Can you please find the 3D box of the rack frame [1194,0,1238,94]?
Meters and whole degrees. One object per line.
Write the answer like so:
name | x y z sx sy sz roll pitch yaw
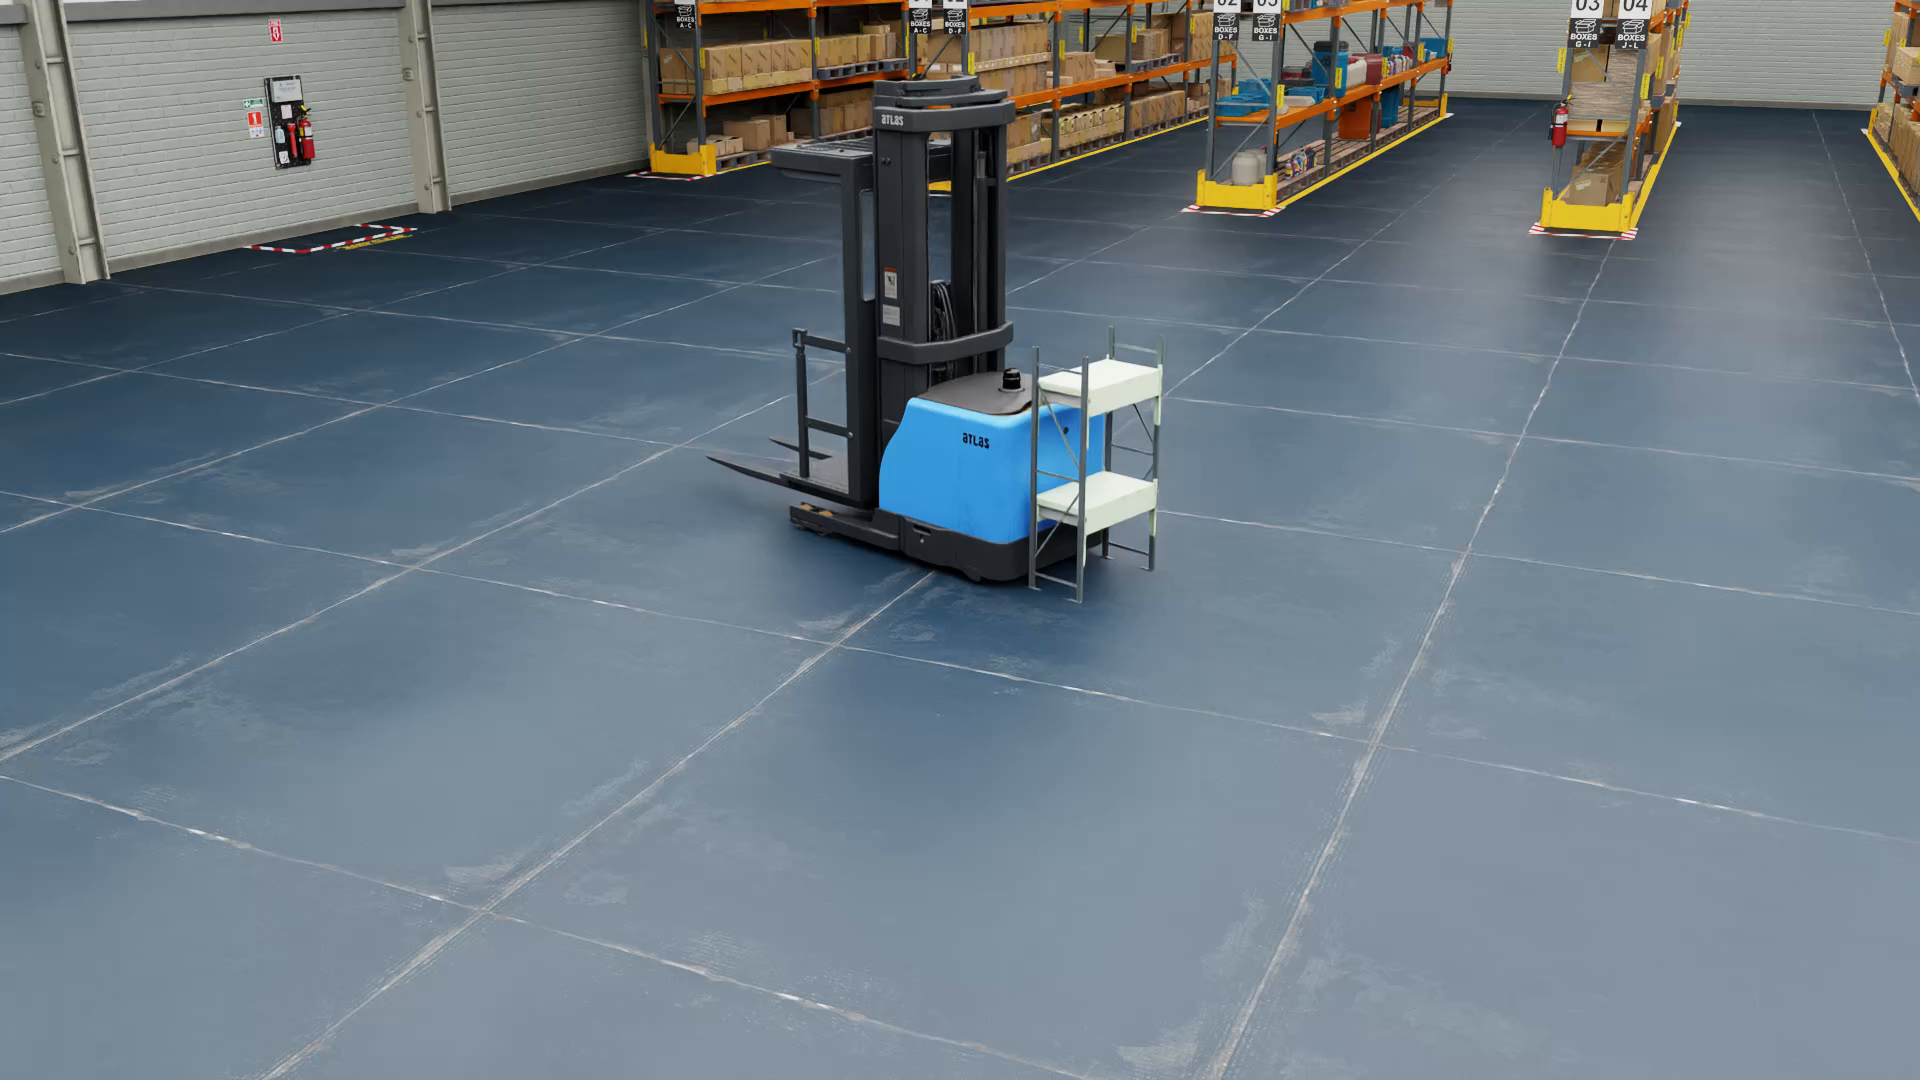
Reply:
rack frame | 6.223 -12.016 40.281 1.000 3.000 0.127 9 21 23

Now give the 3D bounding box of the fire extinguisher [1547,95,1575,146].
fire extinguisher | 8.240 -5.757 22.795 0.296 0.674 0.183 9 21 23

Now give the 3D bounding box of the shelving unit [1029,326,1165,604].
shelving unit | 0.820 -0.462 10.029 0.431 1.500 0.755 17 26 39

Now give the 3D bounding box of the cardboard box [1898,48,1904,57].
cardboard box | 17.308 -8.860 30.266 0.380 0.149 0.250 9 21 23

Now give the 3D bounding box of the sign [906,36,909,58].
sign | -0.818 -7.861 26.515 0.100 0.325 0.005 9 21 23

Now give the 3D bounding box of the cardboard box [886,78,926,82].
cardboard box | -1.152 -9.641 36.183 0.750 0.750 0.750 8 21 22

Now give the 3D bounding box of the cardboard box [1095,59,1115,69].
cardboard box | 2.759 -9.424 33.123 0.500 0.311 0.500 10 22 26

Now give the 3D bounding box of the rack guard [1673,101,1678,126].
rack guard | 15.269 -9.486 36.895 1.175 0.500 0.348 9 21 23

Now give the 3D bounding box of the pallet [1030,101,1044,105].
pallet | 1.447 -11.126 41.938 1.003 0.211 1.213 9 21 23

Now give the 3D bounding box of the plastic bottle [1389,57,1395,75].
plastic bottle | 8.574 -9.427 33.073 0.144 0.351 0.185 9 21 23

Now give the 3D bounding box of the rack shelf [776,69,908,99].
rack shelf | -2.392 -9.299 33.713 1.077 0.370 4.000 9 21 23

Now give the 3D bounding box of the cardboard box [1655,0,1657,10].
cardboard box | 9.346 -7.378 22.985 0.500 0.250 0.500 8 21 21

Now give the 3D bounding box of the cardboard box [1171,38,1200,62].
cardboard box | 5.043 -10.959 37.159 0.500 0.500 0.500 9 22 24

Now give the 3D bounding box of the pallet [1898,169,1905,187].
pallet | 16.076 -5.954 27.397 1.003 0.211 1.213 9 21 23

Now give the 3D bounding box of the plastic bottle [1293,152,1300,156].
plastic bottle | 5.602 -6.309 27.640 0.152 0.276 0.135 9 21 23

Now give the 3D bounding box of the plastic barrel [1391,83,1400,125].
plastic barrel | 8.865 -9.158 34.748 0.600 0.901 0.708 9 21 23

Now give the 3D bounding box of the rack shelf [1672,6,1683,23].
rack shelf | 12.803 -9.896 30.916 1.077 0.370 4.000 9 21 23

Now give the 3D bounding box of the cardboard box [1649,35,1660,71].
cardboard box | 10.209 -7.318 24.983 0.500 0.500 0.500 9 21 23

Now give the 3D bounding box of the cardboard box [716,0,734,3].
cardboard box | -4.232 -9.501 28.552 0.500 0.500 0.500 10 22 26

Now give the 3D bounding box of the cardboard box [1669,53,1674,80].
cardboard box | 13.263 -8.989 31.618 0.500 0.500 0.500 8 21 22

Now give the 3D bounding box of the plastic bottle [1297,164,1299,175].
plastic bottle | 5.438 -6.010 26.912 0.097 0.201 0.097 0 20 0

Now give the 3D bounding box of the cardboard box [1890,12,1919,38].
cardboard box | 19.317 -10.502 33.937 0.500 0.500 0.500 8 21 22

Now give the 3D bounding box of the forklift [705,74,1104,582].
forklift | -0.504 -1.522 10.875 3.031 2.935 1.130 17 26 40

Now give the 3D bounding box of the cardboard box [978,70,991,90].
cardboard box | 0.085 -7.474 27.360 0.700 0.500 0.500 9 22 24

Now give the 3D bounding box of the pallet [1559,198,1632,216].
pallet | 9.104 -4.718 23.919 1.003 0.211 1.213 9 21 23

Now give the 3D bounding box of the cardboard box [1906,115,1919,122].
cardboard box | 16.508 -7.117 28.490 0.500 0.250 0.500 8 21 21

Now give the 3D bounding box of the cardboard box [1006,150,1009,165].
cardboard box | 0.501 -6.467 28.154 0.500 0.250 0.500 9 21 23

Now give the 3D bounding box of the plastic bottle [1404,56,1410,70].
plastic bottle | 9.237 -9.889 34.485 0.152 0.276 0.135 9 21 23

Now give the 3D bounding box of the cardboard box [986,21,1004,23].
cardboard box | 0.895 -12.223 40.415 0.980 0.700 0.700 7 21 20

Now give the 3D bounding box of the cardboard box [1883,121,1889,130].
cardboard box | 18.137 -8.025 32.242 0.380 0.149 0.250 8 21 21

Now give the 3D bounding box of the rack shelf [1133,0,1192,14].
rack shelf | 3.767 -11.257 34.741 1.077 0.370 4.000 9 21 23

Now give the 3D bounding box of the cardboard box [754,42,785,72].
cardboard box | -3.538 -8.826 30.384 0.500 0.500 0.500 8 21 21

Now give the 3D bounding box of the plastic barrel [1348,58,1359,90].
plastic barrel | 6.897 -8.350 29.769 0.433 0.535 0.433 0 20 0

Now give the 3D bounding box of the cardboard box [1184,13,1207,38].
cardboard box | 5.246 -11.575 37.398 0.500 0.500 0.500 8 21 21

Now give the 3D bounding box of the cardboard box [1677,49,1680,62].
cardboard box | 14.677 -10.070 34.589 0.500 0.250 0.500 9 21 23

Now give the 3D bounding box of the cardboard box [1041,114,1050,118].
cardboard box | 1.421 -7.838 31.170 0.500 0.311 0.500 9 22 24

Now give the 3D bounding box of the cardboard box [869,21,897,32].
cardboard box | -1.624 -10.974 35.606 0.500 0.250 0.500 9 22 24

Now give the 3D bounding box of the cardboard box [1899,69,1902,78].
cardboard box | 16.889 -8.267 29.487 0.380 0.149 0.250 8 21 20

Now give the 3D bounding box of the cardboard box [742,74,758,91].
cardboard box | -3.946 -8.164 29.642 0.500 0.250 0.500 8 21 22

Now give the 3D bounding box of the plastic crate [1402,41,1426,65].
plastic crate | 9.697 -10.410 35.578 0.402 0.464 0.583 9 21 23

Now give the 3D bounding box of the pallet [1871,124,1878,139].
pallet | 19.347 -8.364 34.172 1.003 0.211 1.213 9 21 23

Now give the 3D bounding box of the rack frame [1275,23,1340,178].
rack frame | 5.827 -7.667 28.051 1.000 3.000 0.127 9 21 23

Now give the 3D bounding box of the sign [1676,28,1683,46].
sign | 14.121 -9.870 32.635 0.100 0.325 0.005 9 21 23

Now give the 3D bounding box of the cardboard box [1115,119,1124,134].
cardboard box | 2.955 -8.279 33.248 0.500 0.250 0.500 9 22 24

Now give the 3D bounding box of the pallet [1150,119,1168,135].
pallet | 3.789 -8.852 35.543 1.003 0.211 1.213 9 21 23

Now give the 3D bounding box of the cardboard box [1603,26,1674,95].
cardboard box | 10.799 -7.692 26.598 1.000 1.000 1.000 9 21 23

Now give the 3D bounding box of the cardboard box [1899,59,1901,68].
cardboard box | 17.100 -8.563 29.875 0.380 0.149 0.250 9 22 25

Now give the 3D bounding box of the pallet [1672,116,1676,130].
pallet | 15.004 -9.087 36.205 1.003 0.211 1.213 9 21 23

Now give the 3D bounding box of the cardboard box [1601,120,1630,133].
cardboard box | 9.042 -5.701 22.897 0.380 0.149 0.250 9 21 23

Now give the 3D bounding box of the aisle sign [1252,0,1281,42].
aisle sign | 4.427 -7.607 24.003 0.394 0.787 0.004 9 21 23

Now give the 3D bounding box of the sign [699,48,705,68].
sign | -4.354 -8.137 28.081 0.100 0.325 0.005 9 21 23

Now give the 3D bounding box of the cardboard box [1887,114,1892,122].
cardboard box | 18.177 -8.162 32.182 0.380 0.149 0.250 8 21 22

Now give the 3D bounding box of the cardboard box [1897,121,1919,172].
cardboard box | 16.136 -6.463 27.396 1.050 0.750 0.750 8 21 22

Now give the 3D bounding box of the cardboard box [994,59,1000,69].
cardboard box | 0.450 -7.884 27.544 0.380 0.149 0.250 8 21 21
